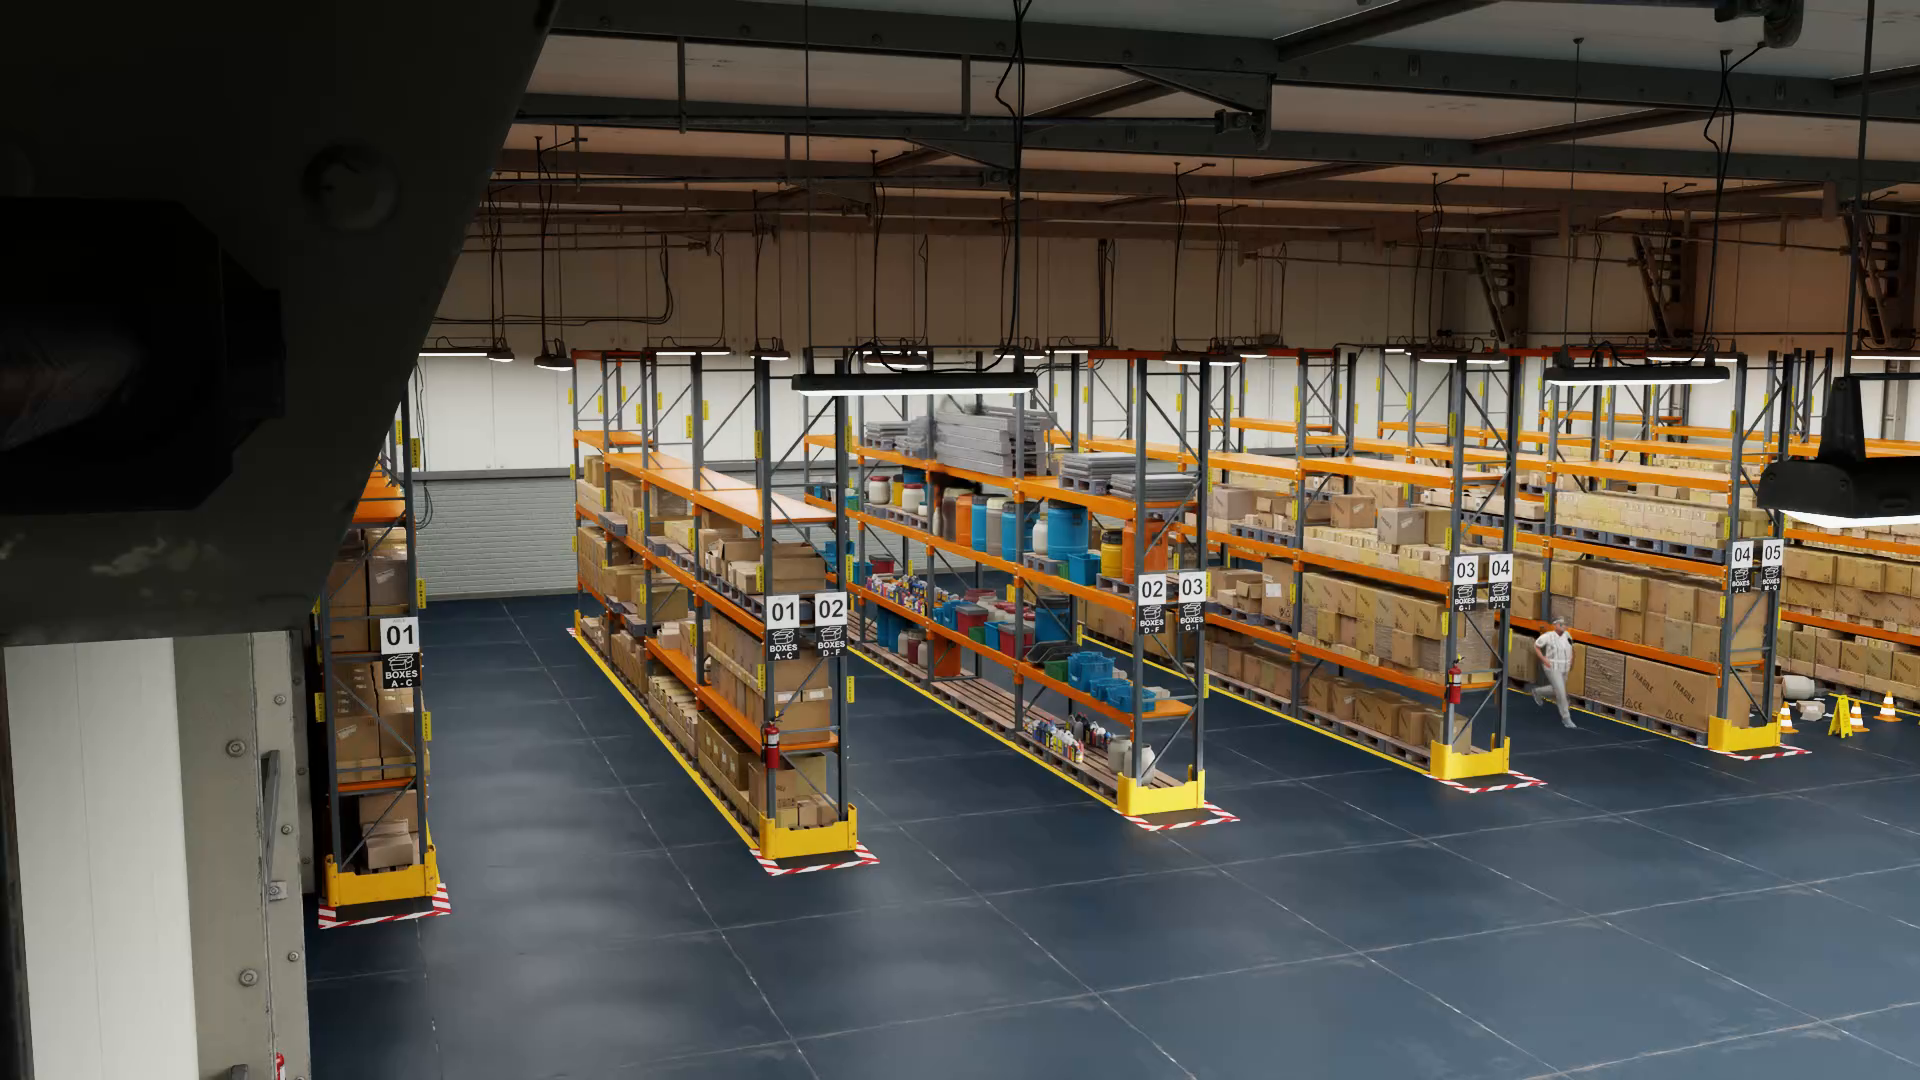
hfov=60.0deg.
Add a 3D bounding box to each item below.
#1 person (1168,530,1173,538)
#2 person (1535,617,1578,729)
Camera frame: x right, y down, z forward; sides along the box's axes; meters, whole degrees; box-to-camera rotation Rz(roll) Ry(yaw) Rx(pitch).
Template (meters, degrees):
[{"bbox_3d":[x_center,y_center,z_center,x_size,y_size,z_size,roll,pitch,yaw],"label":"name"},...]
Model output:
[{"bbox_3d":[4.911,0.381,41.060,0.553,1.697,0.730,-2,7,-16],"label":"person"},{"bbox_3d":[9.767,2.120,27.113,0.638,1.787,1.020,-4,8,-26],"label":"person"}]
